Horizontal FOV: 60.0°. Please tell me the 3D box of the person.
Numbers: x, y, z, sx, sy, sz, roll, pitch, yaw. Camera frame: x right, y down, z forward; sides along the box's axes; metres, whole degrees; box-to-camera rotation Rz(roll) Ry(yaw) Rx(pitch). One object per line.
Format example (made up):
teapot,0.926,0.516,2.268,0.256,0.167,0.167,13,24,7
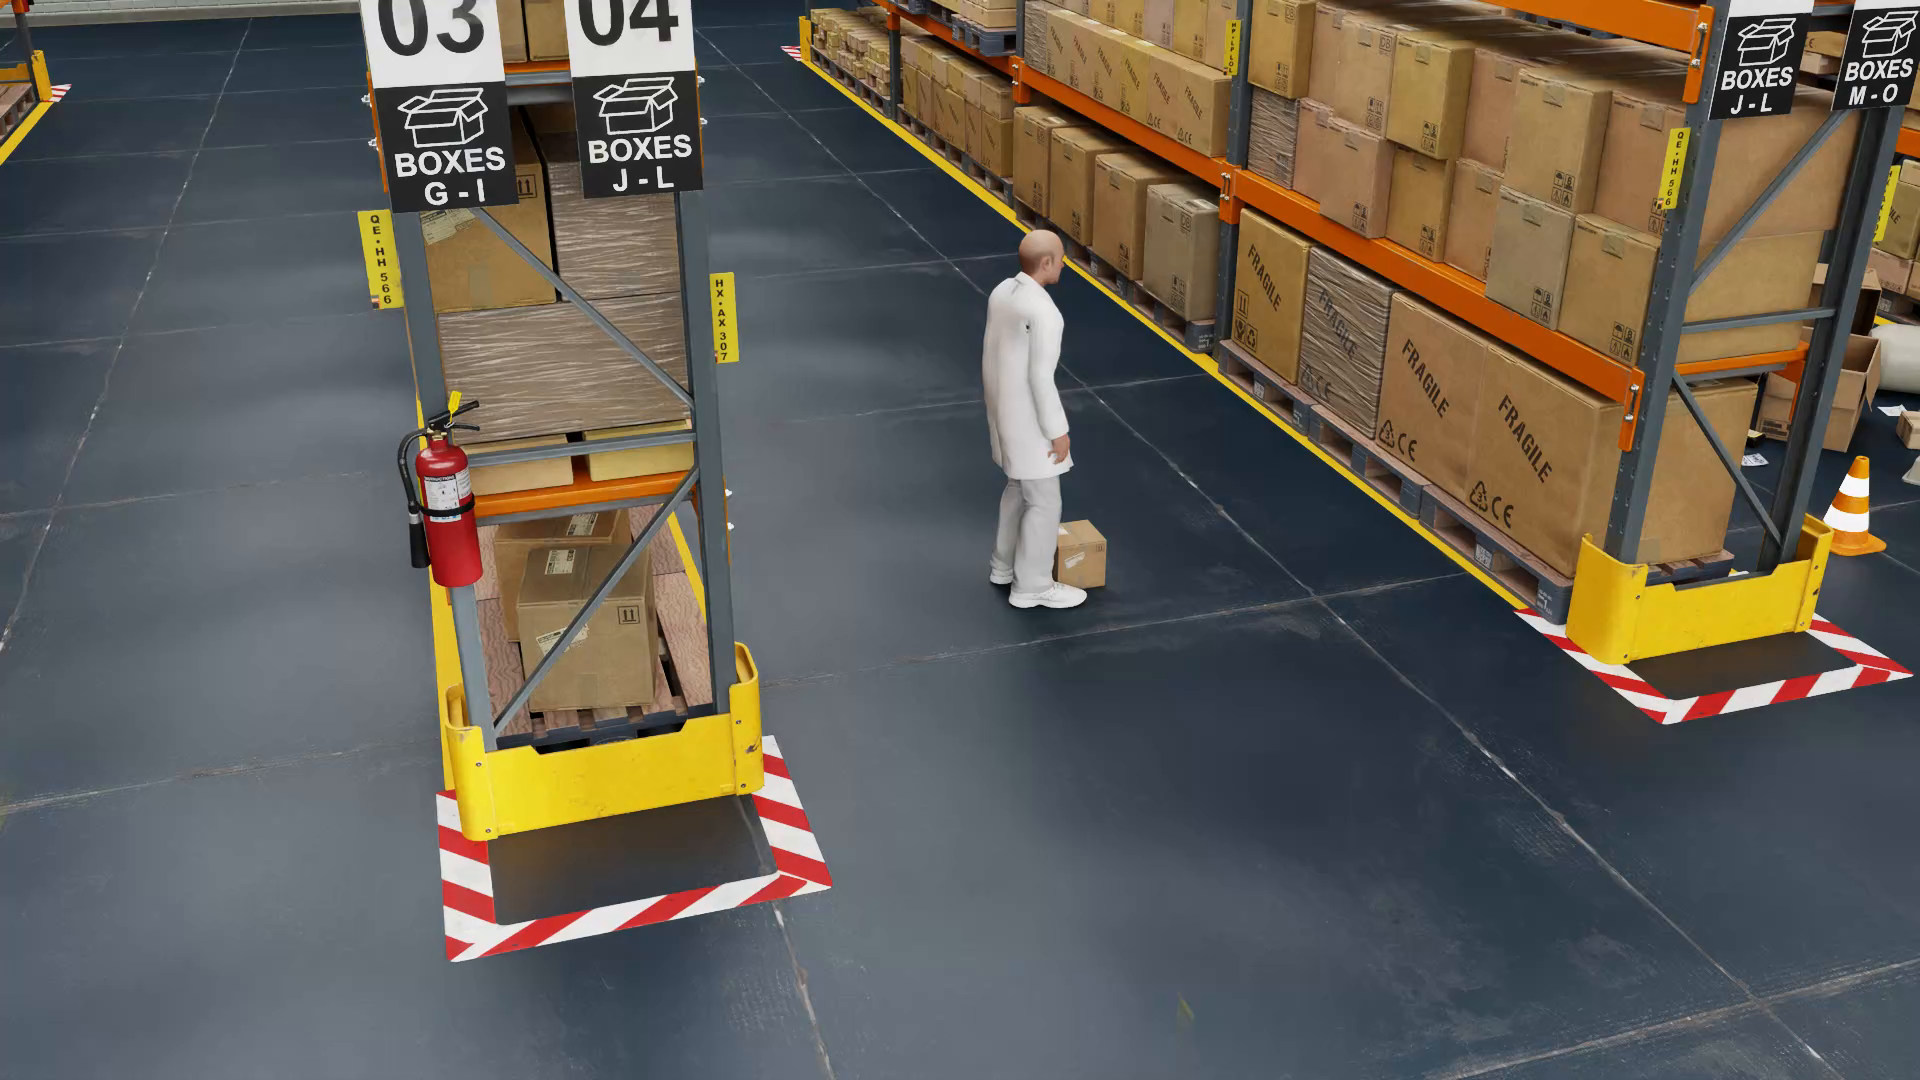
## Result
person,0.330,-0.526,7.839,0.422,1.660,0.652,-9,28,-19
